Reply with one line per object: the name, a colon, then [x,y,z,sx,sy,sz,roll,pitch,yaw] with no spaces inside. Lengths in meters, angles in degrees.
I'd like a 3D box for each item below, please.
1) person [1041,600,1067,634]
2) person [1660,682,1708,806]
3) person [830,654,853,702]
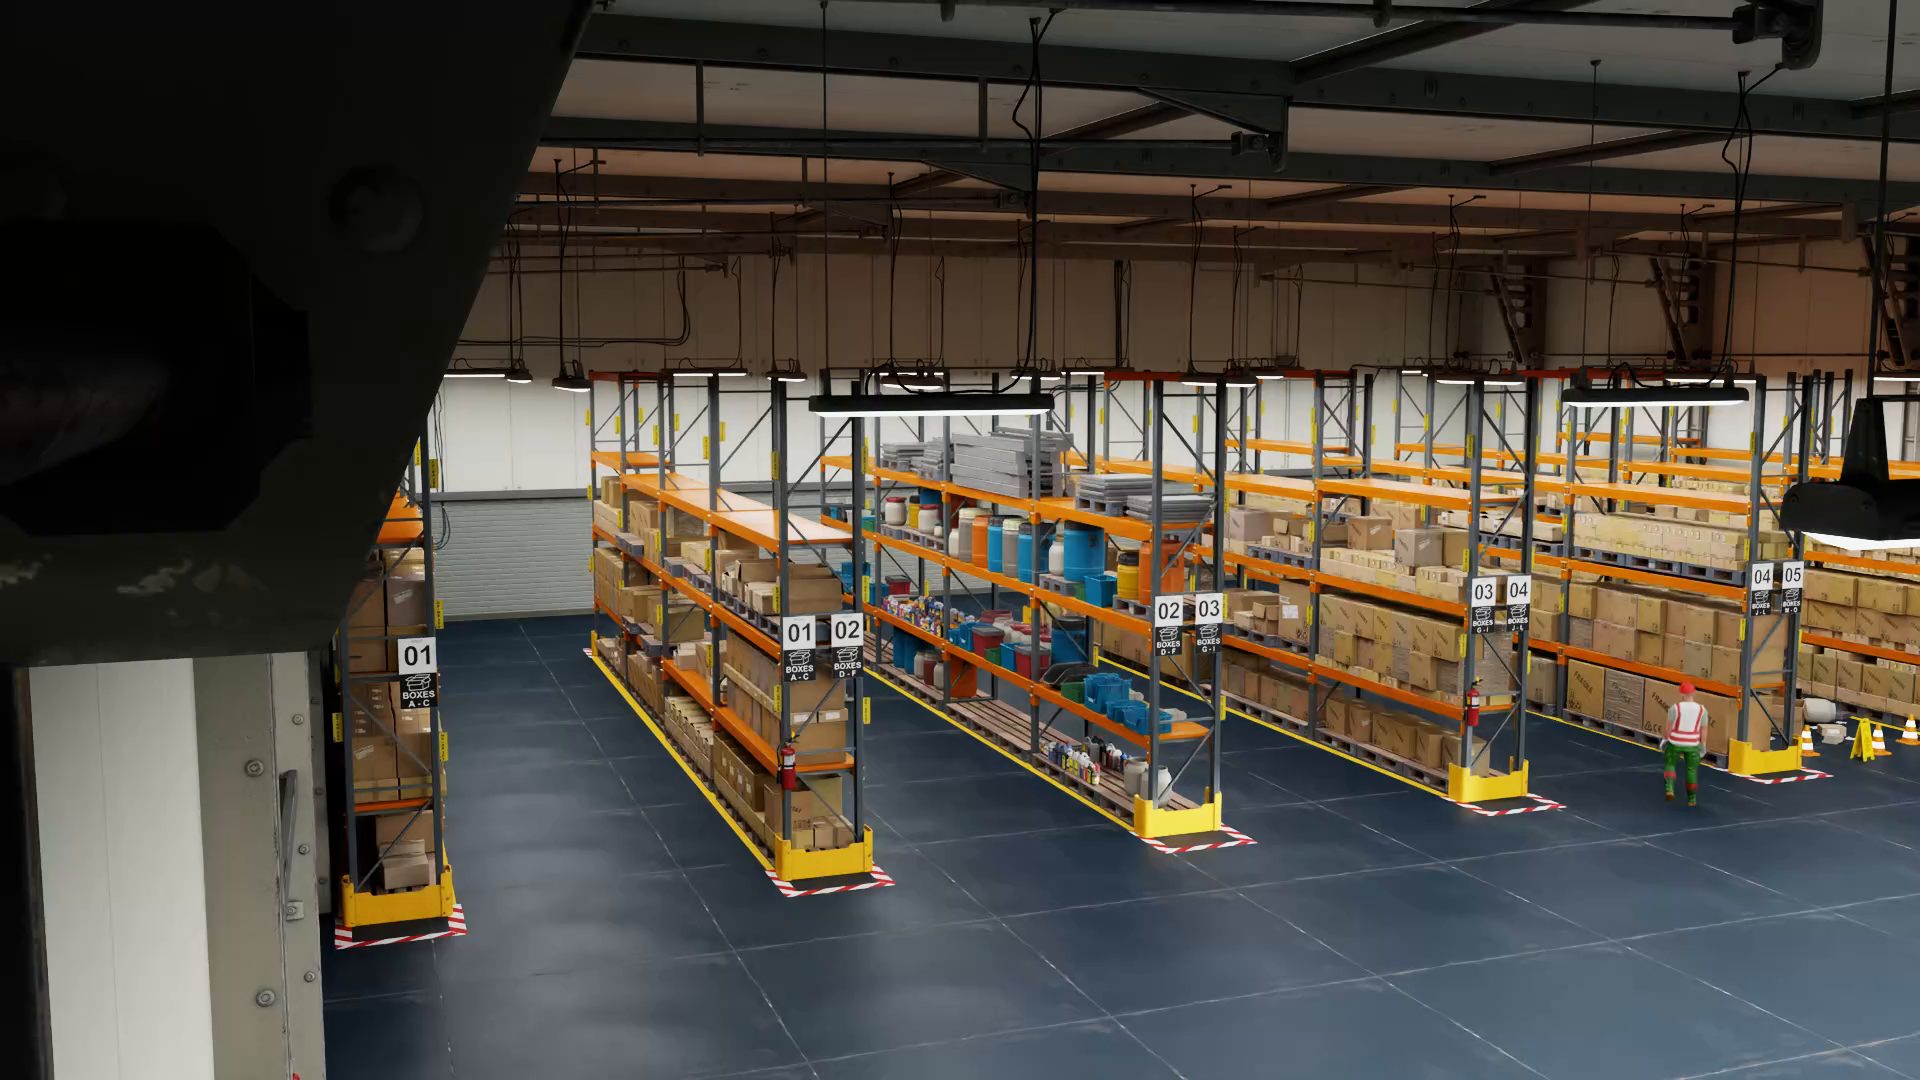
person: [1.961,1.730,34.151,0.473,1.671,0.932,-2,7,-16]
person: [10.140,2.860,23.301,0.605,1.793,0.593,3,7,22]
person: [-2.198,2.056,30.418,0.515,1.759,0.621,-1,7,-13]
